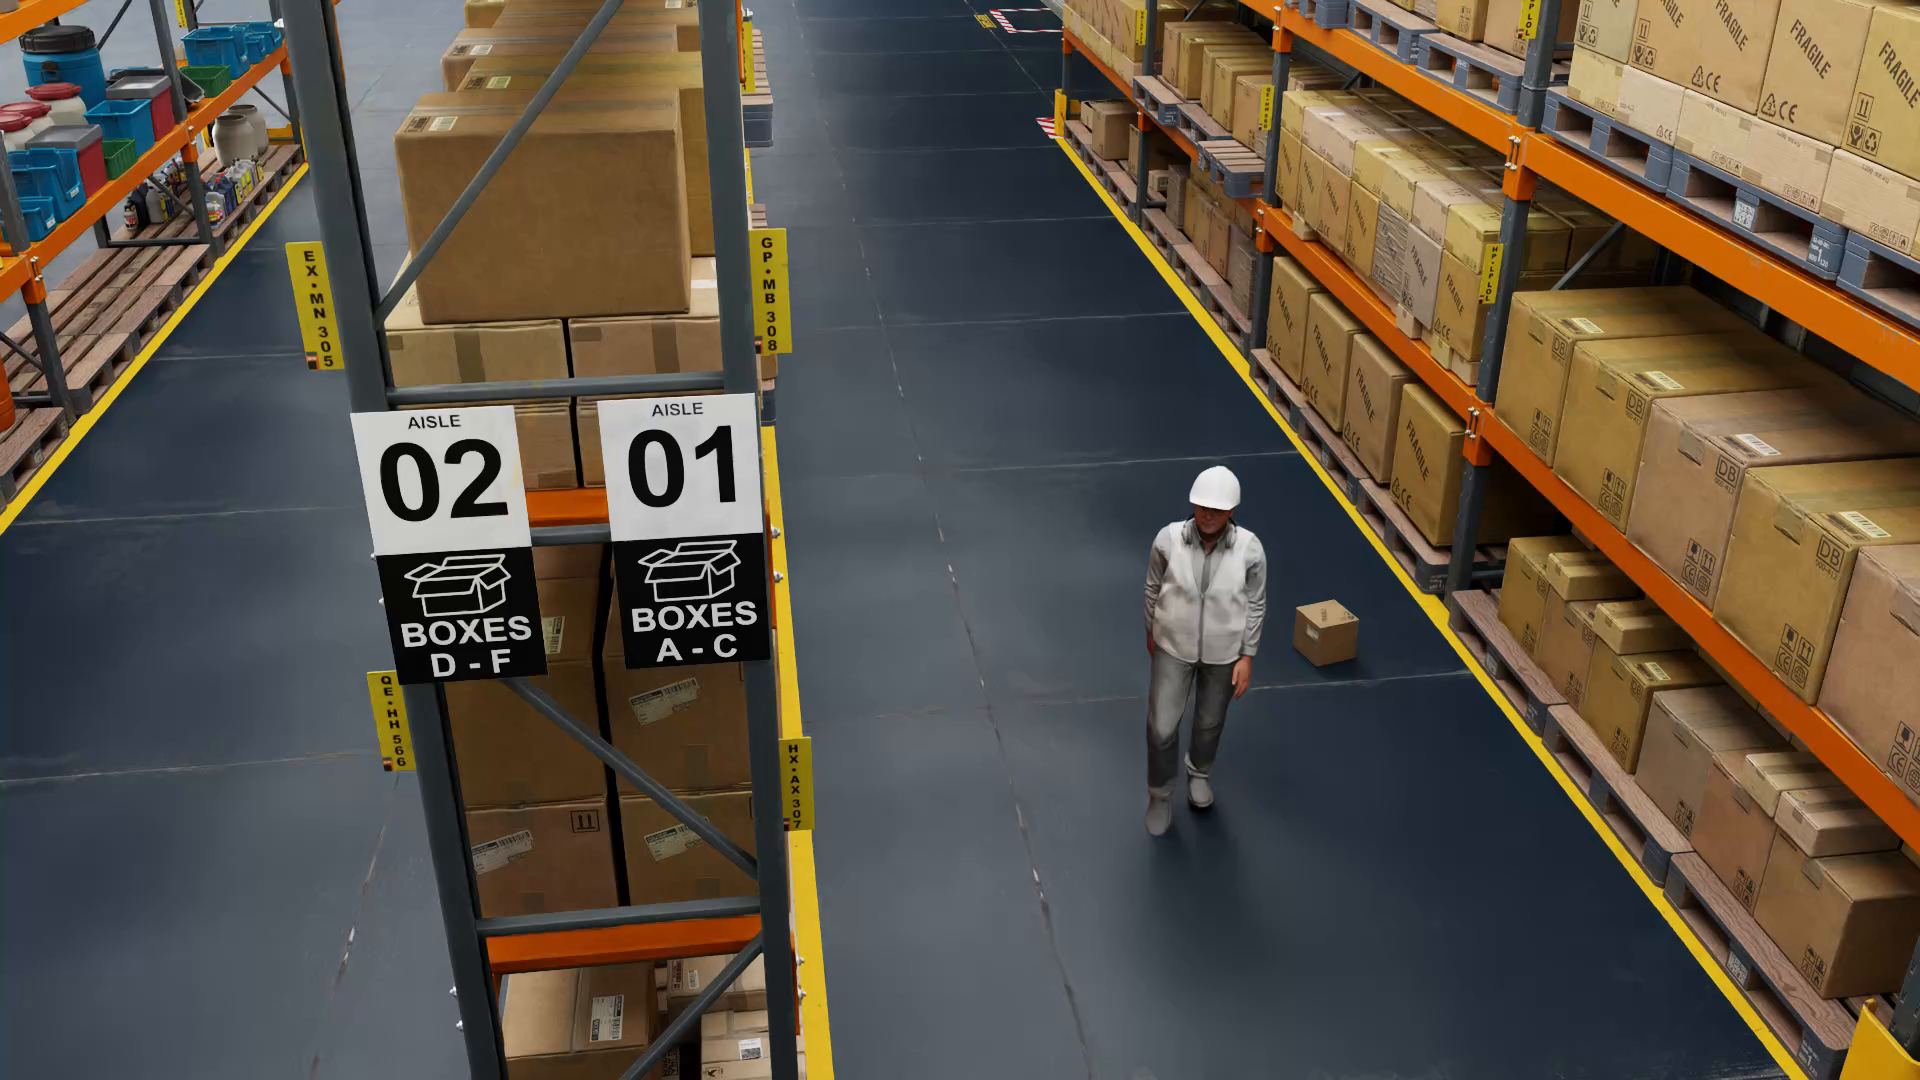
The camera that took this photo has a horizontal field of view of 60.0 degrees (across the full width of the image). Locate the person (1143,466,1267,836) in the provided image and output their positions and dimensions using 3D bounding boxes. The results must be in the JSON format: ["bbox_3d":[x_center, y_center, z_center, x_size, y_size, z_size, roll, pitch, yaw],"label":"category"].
[{"bbox_3d":[1.099,0.516,7.592,0.549,1.831,0.537,4,27,7],"label":"person"}]
